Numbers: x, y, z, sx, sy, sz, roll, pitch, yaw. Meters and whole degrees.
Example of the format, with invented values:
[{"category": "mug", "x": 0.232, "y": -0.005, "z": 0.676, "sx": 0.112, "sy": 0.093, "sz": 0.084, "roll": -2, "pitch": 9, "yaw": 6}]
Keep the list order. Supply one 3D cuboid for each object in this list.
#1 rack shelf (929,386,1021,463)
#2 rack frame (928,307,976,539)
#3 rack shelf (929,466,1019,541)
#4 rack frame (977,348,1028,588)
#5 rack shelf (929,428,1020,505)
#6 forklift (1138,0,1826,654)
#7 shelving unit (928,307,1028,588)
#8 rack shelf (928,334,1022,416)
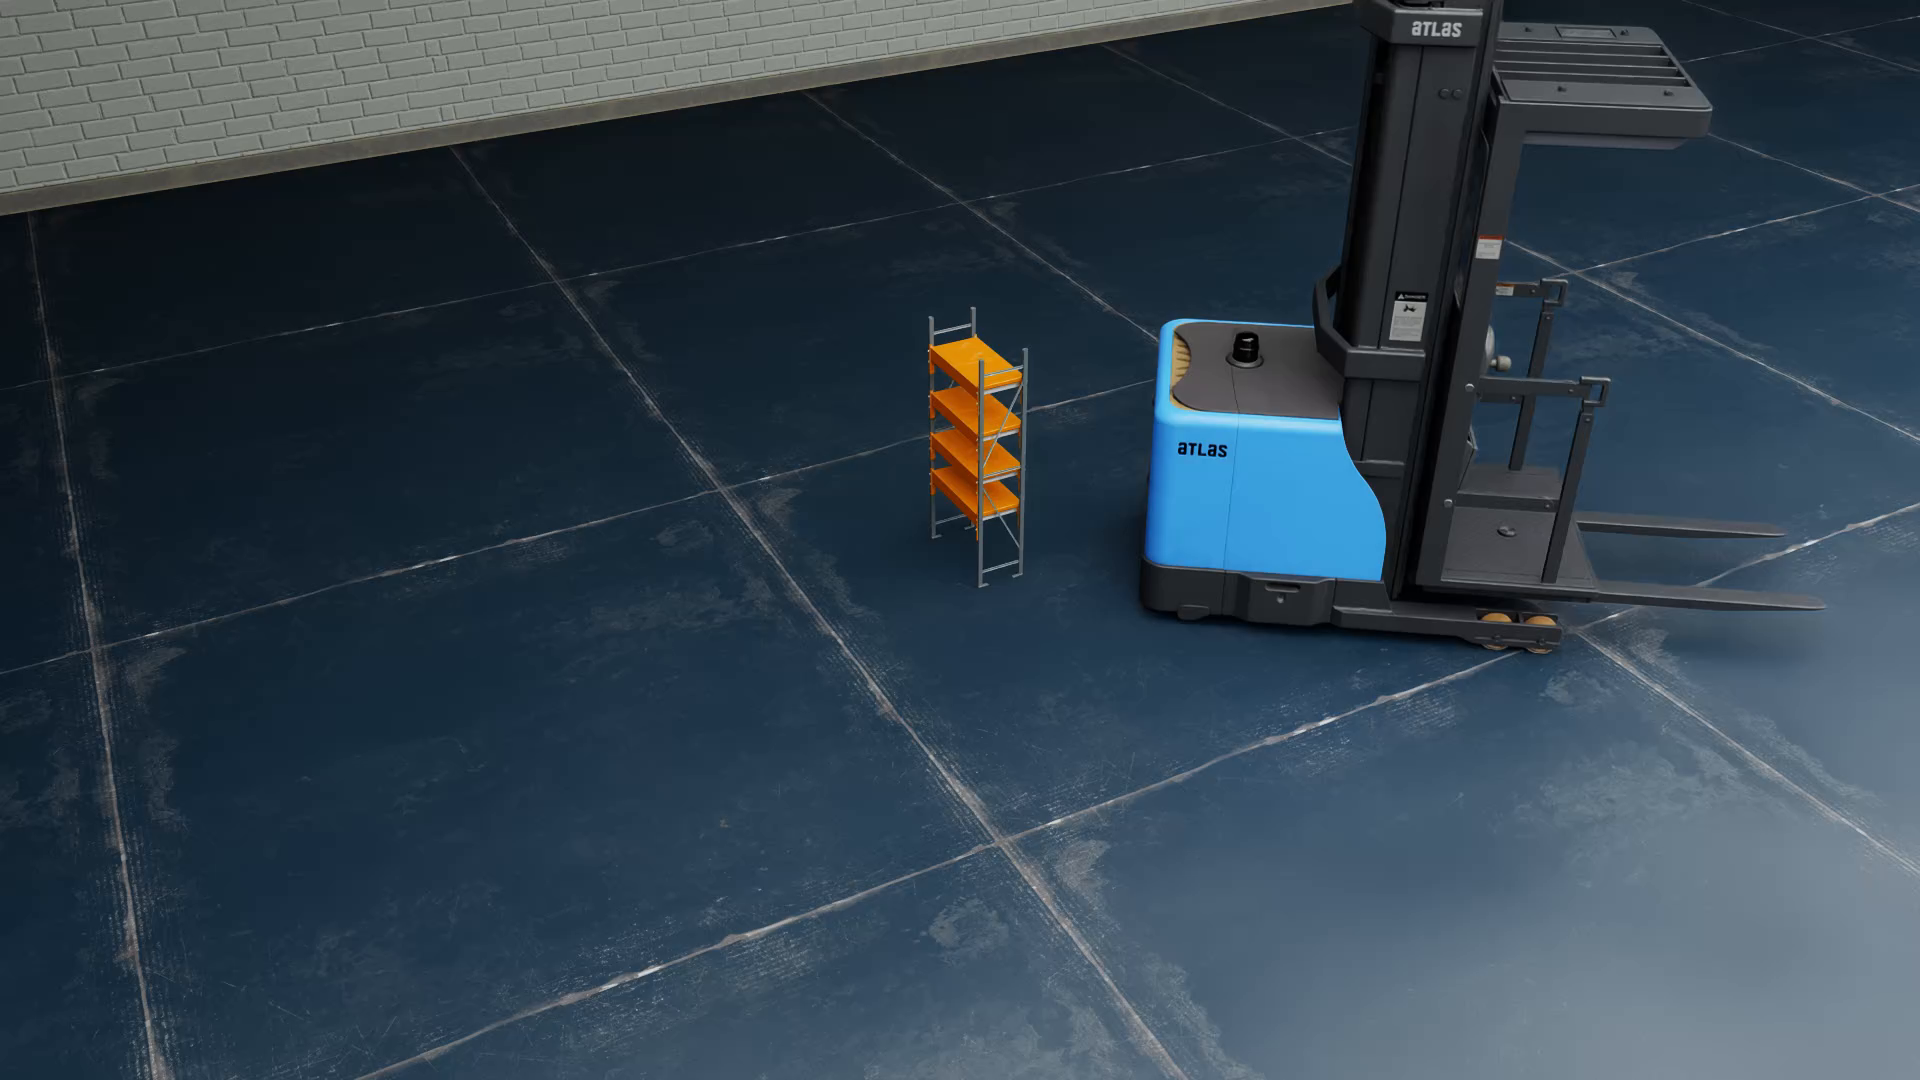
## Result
[{"category": "rack shelf", "x": 0.077, "y": -0.558, "z": 7.719, "sx": 0.258, "sy": 0.148, "sz": 0.480, "roll": -16, "pitch": 36, "yaw": -23}, {"category": "rack frame", "x": -0.037, "y": -0.543, "z": 7.985, "sx": 0.240, "sy": 1.200, "sz": 0.015, "roll": -16, "pitch": 36, "yaw": -23}, {"category": "rack shelf", "x": 0.077, "y": -0.202, "z": 7.946, "sx": 0.258, "sy": 0.148, "sz": 0.480, "roll": -16, "pitch": 36, "yaw": -23}, {"category": "rack frame", "x": 0.191, "y": -0.310, "z": 7.621, "sx": 0.240, "sy": 1.200, "sz": 0.015, "roll": -16, "pitch": 36, "yaw": -23}, {"category": "rack shelf", "x": 0.077, "y": -0.370, "z": 7.839, "sx": 0.258, "sy": 0.148, "sz": 0.480, "roll": -16, "pitch": 36, "yaw": -23}, {"category": "forklift", "x": 2.385, "y": -1.032, "z": 7.143, "sx": 3.031, "sy": 2.935, "sz": 1.130, "roll": 4, "pitch": 33, "yaw": 6}, {"category": "shelving unit", "x": 0.077, "y": -0.426, "z": 7.803, "sx": 0.258, "sy": 1.200, "sz": 0.503, "roll": -16, "pitch": 36, "yaw": -23}, {"category": "rack shelf", "x": 0.077, "y": -0.757, "z": 7.591, "sx": 0.258, "sy": 0.148, "sz": 0.480, "roll": -16, "pitch": 36, "yaw": -23}]
